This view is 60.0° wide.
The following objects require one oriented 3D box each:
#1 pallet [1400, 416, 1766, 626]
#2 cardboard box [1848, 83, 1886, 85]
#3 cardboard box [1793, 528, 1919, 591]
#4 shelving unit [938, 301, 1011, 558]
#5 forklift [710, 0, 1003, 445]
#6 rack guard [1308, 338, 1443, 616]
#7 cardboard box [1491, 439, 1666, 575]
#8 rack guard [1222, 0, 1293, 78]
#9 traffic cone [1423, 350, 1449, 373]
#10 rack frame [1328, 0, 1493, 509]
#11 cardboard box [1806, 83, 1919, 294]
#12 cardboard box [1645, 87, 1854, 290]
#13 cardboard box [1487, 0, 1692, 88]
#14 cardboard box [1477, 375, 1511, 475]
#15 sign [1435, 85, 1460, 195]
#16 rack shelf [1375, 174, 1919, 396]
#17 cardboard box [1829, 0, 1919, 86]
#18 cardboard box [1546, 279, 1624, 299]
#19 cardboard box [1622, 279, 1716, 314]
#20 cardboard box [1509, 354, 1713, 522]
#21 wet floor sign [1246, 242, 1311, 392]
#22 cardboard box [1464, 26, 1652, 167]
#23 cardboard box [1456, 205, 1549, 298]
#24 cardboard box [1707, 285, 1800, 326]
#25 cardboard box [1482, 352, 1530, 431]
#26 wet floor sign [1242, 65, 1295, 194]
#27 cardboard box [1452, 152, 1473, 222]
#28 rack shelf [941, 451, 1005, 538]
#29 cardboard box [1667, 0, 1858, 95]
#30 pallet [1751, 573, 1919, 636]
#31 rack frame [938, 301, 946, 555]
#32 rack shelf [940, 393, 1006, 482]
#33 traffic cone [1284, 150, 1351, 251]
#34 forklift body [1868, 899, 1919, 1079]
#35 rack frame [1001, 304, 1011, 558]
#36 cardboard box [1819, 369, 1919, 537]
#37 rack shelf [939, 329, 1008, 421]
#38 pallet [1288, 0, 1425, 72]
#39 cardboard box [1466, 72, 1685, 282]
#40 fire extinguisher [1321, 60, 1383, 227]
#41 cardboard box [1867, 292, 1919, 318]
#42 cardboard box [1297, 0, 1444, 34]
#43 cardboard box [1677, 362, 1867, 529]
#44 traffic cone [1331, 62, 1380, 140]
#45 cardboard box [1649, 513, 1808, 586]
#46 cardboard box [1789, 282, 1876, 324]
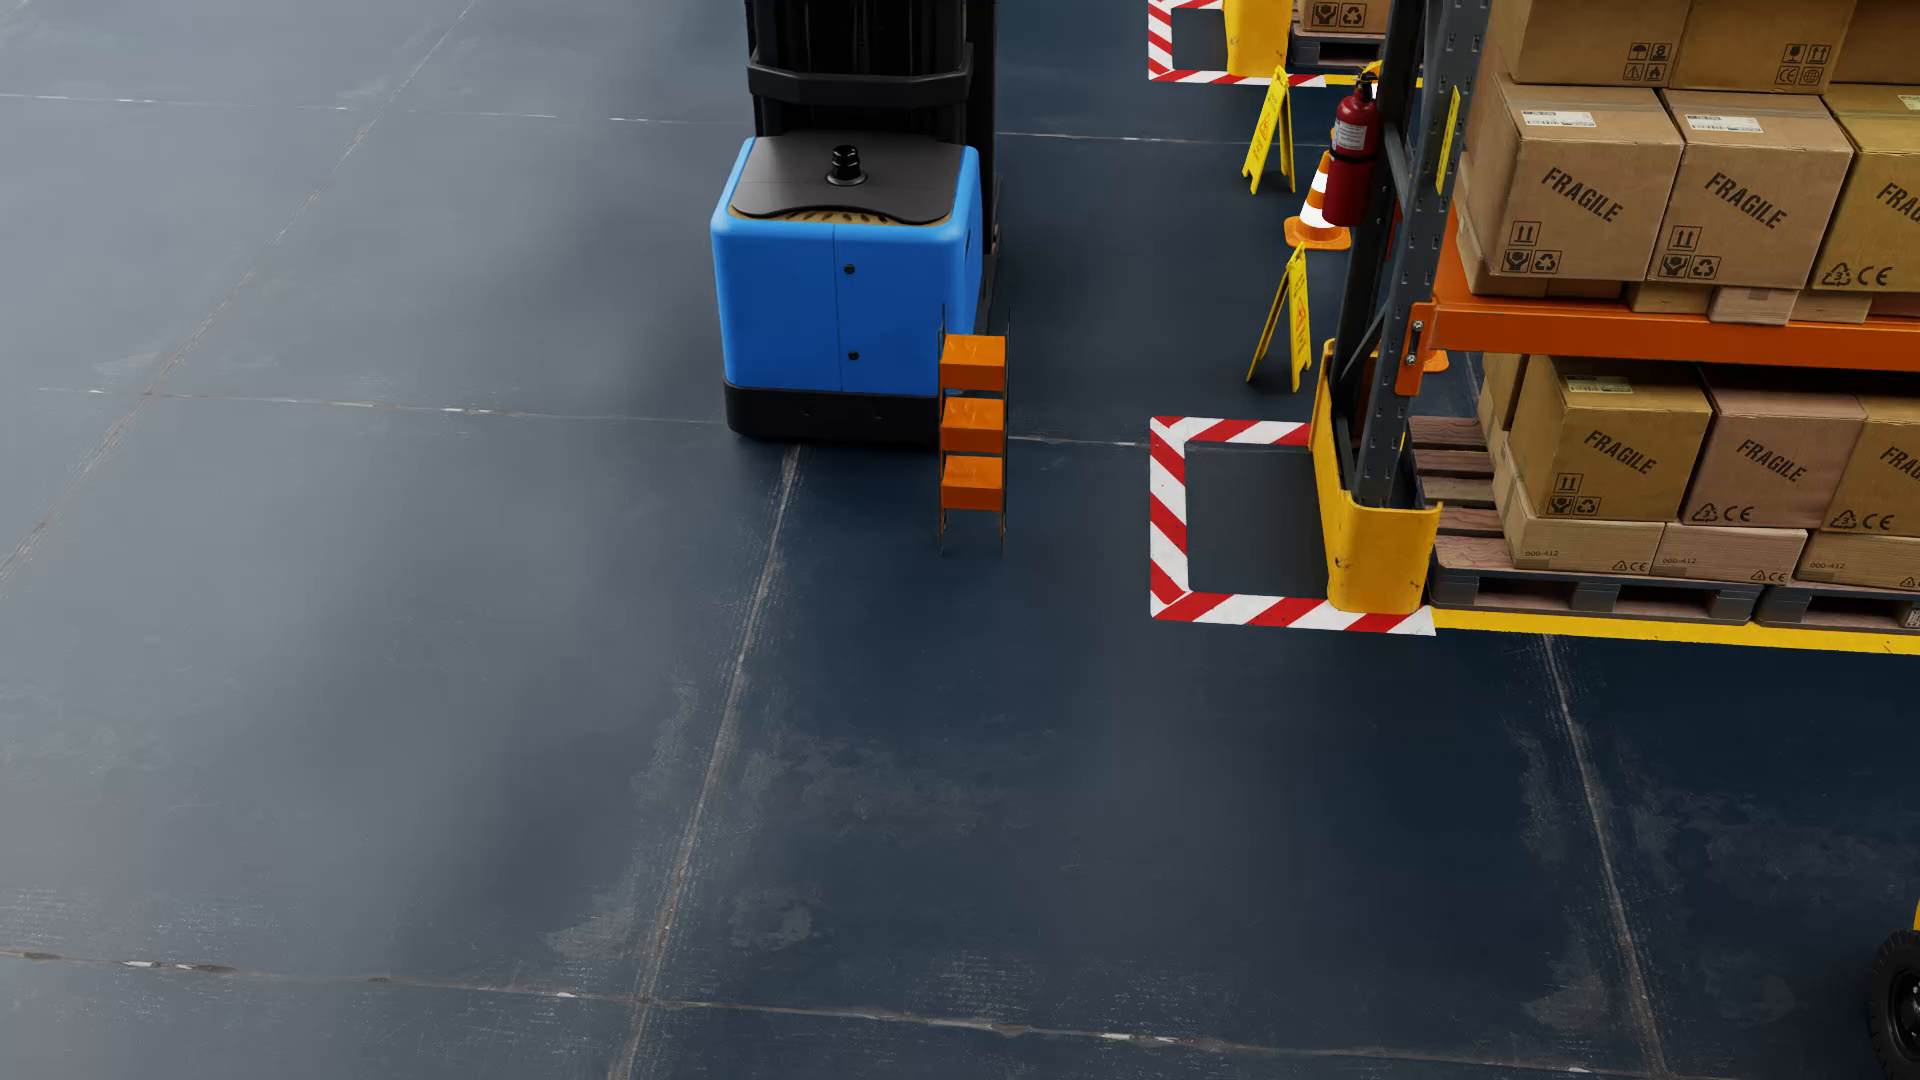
[{"bbox_3d":[2.450,-0.100,6.677,1.213,0.211,1.003,3,39,4],"label":"pallet"},{"bbox_3d":[3.129,-1.491,5.862,0.500,0.500,0.500,3,39,4],"label":"cardboard box"},{"bbox_3d":[3.400,-0.077,6.285,0.500,0.250,0.500,6,39,7],"label":"cardboard box"},{"bbox_3d":[0.053,-0.404,6.386,0.252,1.050,0.215,3,39,4],"label":"shelving unit"},{"bbox_3d":[-0.366,-2.462,7.424,1.130,2.935,3.031,3,39,4],"label":"forklift"},{"bbox_3d":[1.643,-0.279,6.668,0.348,0.500,1.175,3,39,4],"label":"rack guard"},{"bbox_3d":[2.347,-0.131,6.352,0.500,0.250,0.500,3,39,3],"label":"cardboard box"},{"bbox_3d":[1.870,-3.403,10.506,0.348,0.500,1.175,3,39,4],"label":"rack guard"},{"bbox_3d":[2.107,-1.056,7.653,0.334,0.463,0.336,3,39,4],"label":"traffic cone"},{"bbox_3d":[1.568,-1.252,5.884,0.127,3.000,1.000,3,39,4],"label":"rack frame"},{"bbox_3d":[3.040,-1.153,5.447,0.500,0.500,0.500,2,39,3],"label":"cardboard box"},{"bbox_3d":[2.532,-1.180,5.480,0.500,0.500,0.500,4,39,5],"label":"cardboard box"},{"bbox_3d":[2.095,-1.904,5.577,0.500,0.500,0.700,2,39,3],"label":"cardboard box"},{"bbox_3d":[2.420,-0.473,6.771,0.500,0.250,0.500,3,39,4],"label":"cardboard box"},{"bbox_3d":[1.521,-1.247,5.191,0.005,0.325,0.100,3,39,4],"label":"sign"},{"bbox_3d":[3.560,-0.864,5.977,4.000,0.370,1.077,3,39,4],"label":"rack shelf"},{"bbox_3d":[3.116,-1.908,5.583,0.500,0.500,0.700,3,39,3],"label":"cardboard box"},{"bbox_3d":[2.141,-1.002,5.775,0.250,0.149,0.380,4,39,5],"label":"cardboard box"},{"bbox_3d":[2.398,-0.936,5.694,0.250,0.149,0.380,2,39,2],"label":"cardboard box"},{"bbox_3d":[2.371,-0.421,6.114,0.500,0.500,0.500,2,39,2],"label":"cardboard box"},{"bbox_3d":[1.471,-1.023,7.466,0.232,0.644,0.267,16,42,19],"label":"wet floor sign"},{"bbox_3d":[2.132,-1.550,5.935,0.500,0.500,0.500,2,39,3],"label":"cardboard box"},{"bbox_3d":[1.888,-1.006,5.780,0.250,0.149,0.380,3,39,4],"label":"cardboard box"},{"bbox_3d":[2.647,-0.893,5.642,0.250,0.149,0.380,4,39,5],"label":"cardboard box"},{"bbox_3d":[2.388,-0.760,6.530,0.500,0.500,0.500,3,39,4],"label":"cardboard box"},{"bbox_3d":[1.694,-2.214,8.931,0.232,0.644,0.267,-3,39,-4],"label":"wet floor sign"},{"bbox_3d":[1.959,-1.269,6.103,0.250,0.149,0.380,4,39,5],"label":"cardboard box"},{"bbox_3d":[0.053,-0.180,6.568,0.240,0.259,0.215,3,39,4],"label":"rack shelf"},{"bbox_3d":[2.599,-1.872,5.537,0.500,0.500,0.700,3,39,4],"label":"cardboard box"},{"bbox_3d":[3.662,-0.032,6.594,1.213,0.211,1.003,3,39,4],"label":"pallet"},{"bbox_3d":[-0.068,-0.411,6.394,0.008,1.050,0.200,3,39,4],"label":"rack frame"},{"bbox_3d":[0.053,-0.396,6.393,0.240,0.259,0.215,3,39,4],"label":"rack shelf"},{"bbox_3d":[1.864,-1.773,8.533,0.334,0.463,0.336,3,39,4],"label":"traffic cone"},{"bbox_3d":[3.190,1.155,3.599,1.214,2.155,2.313,3,39,4],"label":"forklift body"},{"bbox_3d":[0.175,-0.398,6.378,0.008,1.050,0.200,3,39,4],"label":"rack frame"},{"bbox_3d":[3.392,-0.363,6.042,0.500,0.500,0.500,4,39,5],"label":"cardboard box"},{"bbox_3d":[0.053,-0.616,6.214,0.240,0.259,0.215,3,39,4],"label":"rack shelf"},{"bbox_3d":[2.697,-3.295,10.602,1.213,0.211,1.003,3,39,4],"label":"pallet"},{"bbox_3d":[2.016,-1.206,5.512,0.500,0.500,0.500,3,39,3],"label":"cardboard box"},{"bbox_3d":[1.493,-1.518,6.272,0.183,0.674,0.296,3,39,4],"label":"fire extinguisher"},{"bbox_3d":[3.176,-0.924,5.679,0.250,0.149,0.380,4,39,5],"label":"cardboard box"},{"bbox_3d":[2.575,-3.715,10.259,0.875,0.875,0.875,3,39,4],"label":"cardboard box"},{"bbox_3d":[2.892,-0.395,6.082,0.500,0.500,0.500,2,39,2],"label":"cardboard box"},{"bbox_3d":[2.301,-2.465,9.383,0.334,0.463,0.336,3,39,4],"label":"traffic cone"},{"bbox_3d":[2.855,-0.098,6.312,0.500,0.250,0.500,4,39,5],"label":"cardboard box"},{"bbox_3d":[2.908,-0.900,5.650,0.250,0.149,0.380,4,39,5],"label":"cardboard box"}]
